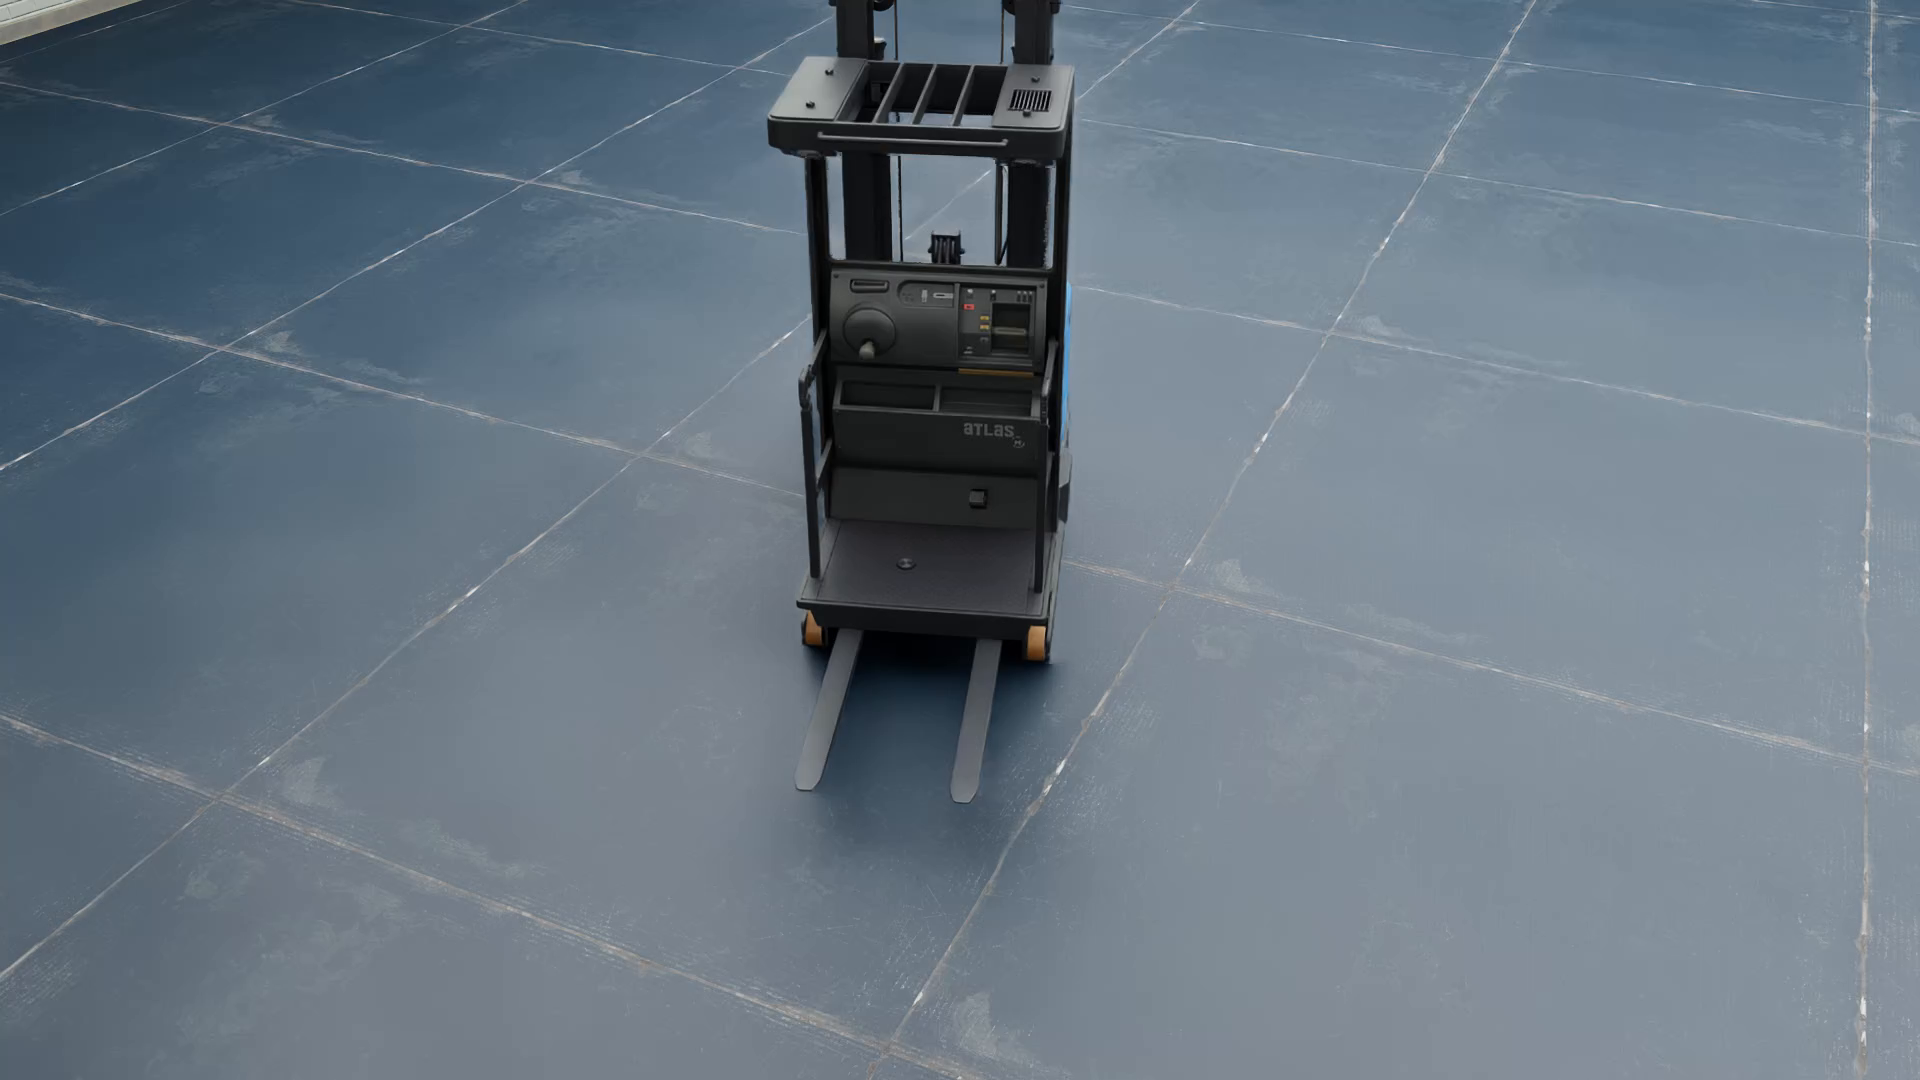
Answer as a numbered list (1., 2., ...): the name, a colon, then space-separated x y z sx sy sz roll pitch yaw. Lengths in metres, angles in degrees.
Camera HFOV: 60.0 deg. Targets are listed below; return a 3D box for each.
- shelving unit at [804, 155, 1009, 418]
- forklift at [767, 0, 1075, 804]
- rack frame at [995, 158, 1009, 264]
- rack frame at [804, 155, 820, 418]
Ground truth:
1. shelving unit: -0.240 -1.288 8.846 1.048 1.500 0.538 -7 34 -10
2. forklift: -0.117 -0.884 6.925 1.130 2.935 3.031 4 33 6
3. rack frame: 0.257 -1.346 8.935 0.032 1.500 0.500 -7 34 -10
4. rack frame: -0.737 -1.229 8.757 0.032 1.500 0.500 -7 34 -10
